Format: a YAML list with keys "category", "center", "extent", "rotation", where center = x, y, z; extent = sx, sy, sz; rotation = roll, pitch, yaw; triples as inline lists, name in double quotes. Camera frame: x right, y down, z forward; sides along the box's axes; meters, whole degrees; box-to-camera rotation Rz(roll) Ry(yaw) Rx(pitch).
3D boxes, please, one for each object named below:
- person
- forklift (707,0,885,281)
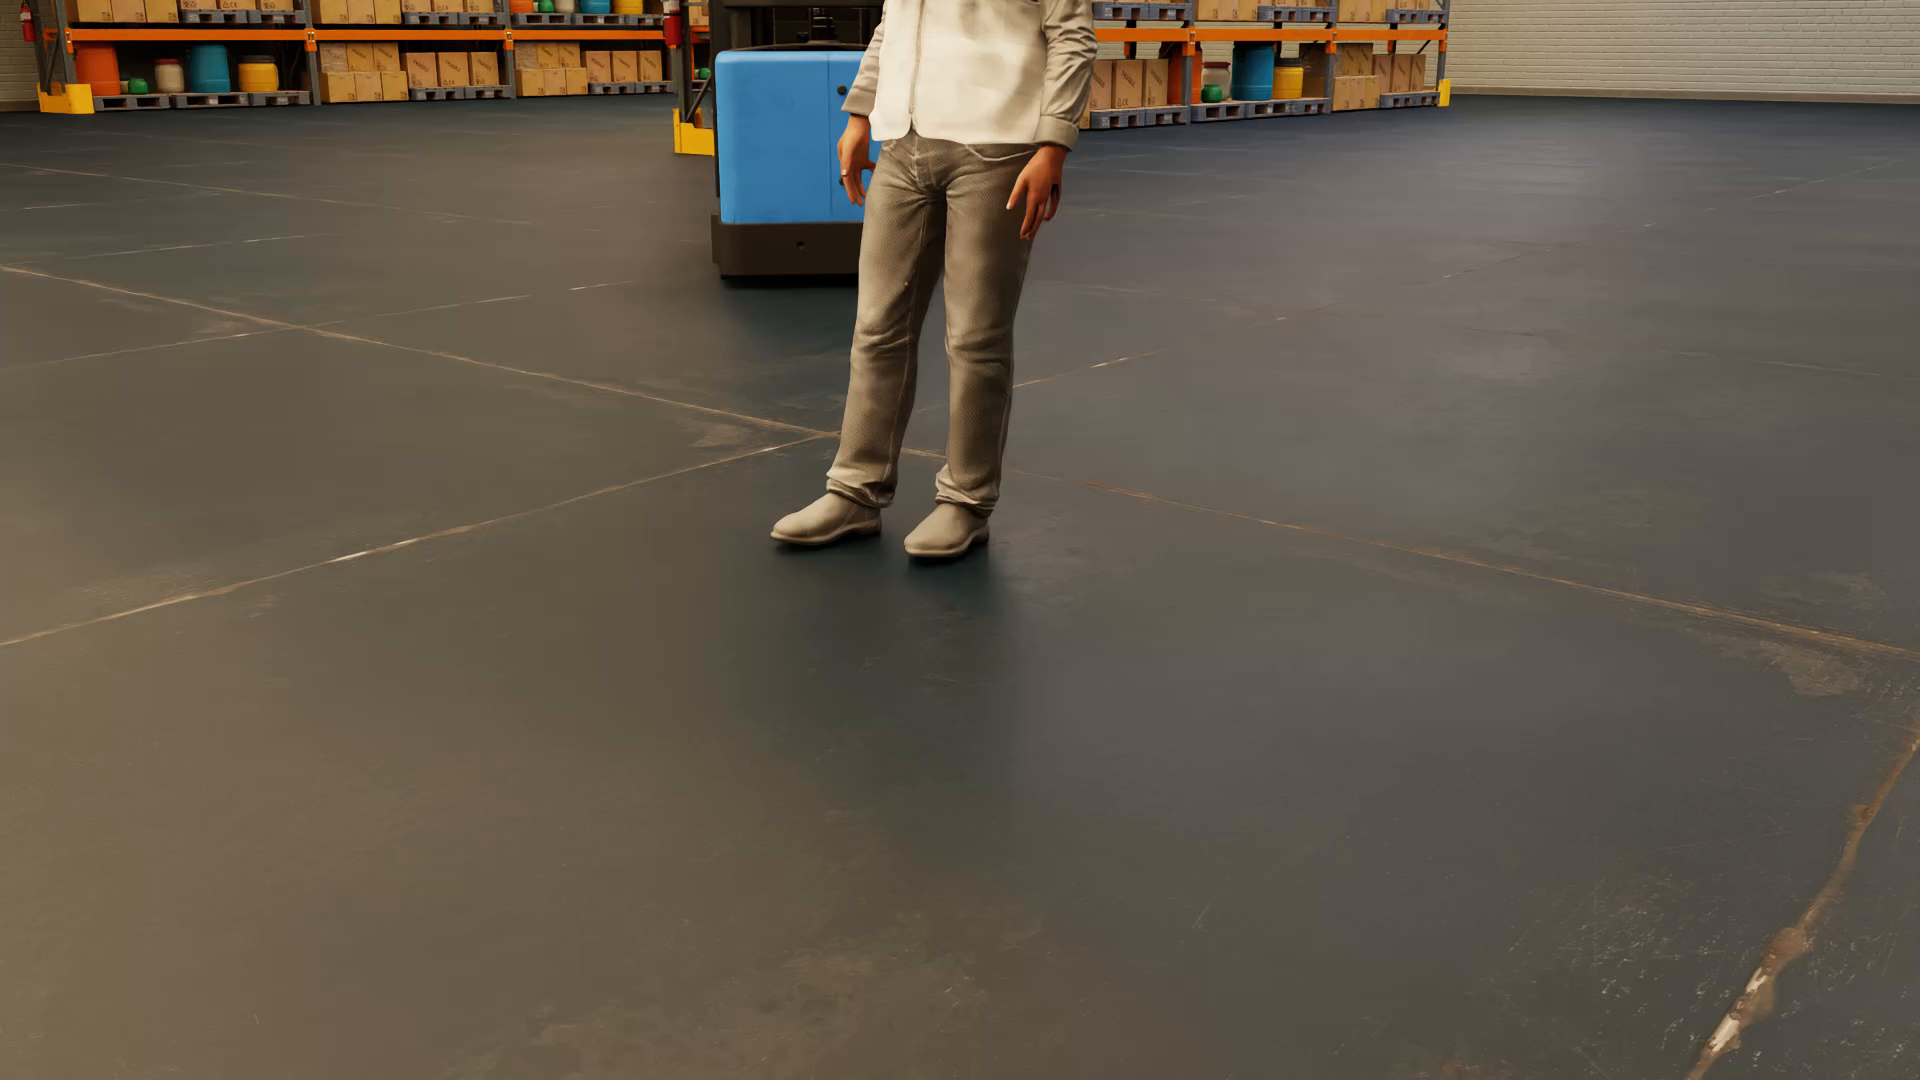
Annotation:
- category: "person"
  center: [-0.046, -0.843, 3.640]
  extent: [0.634, 1.775, 0.566]
  rotation: [13, 21, 37]
- category: "forklift"
  center: [-0.797, -3.017, 8.835]
  extent: [1.130, 2.935, 3.031]
  rotation: [-2, 17, -7]
